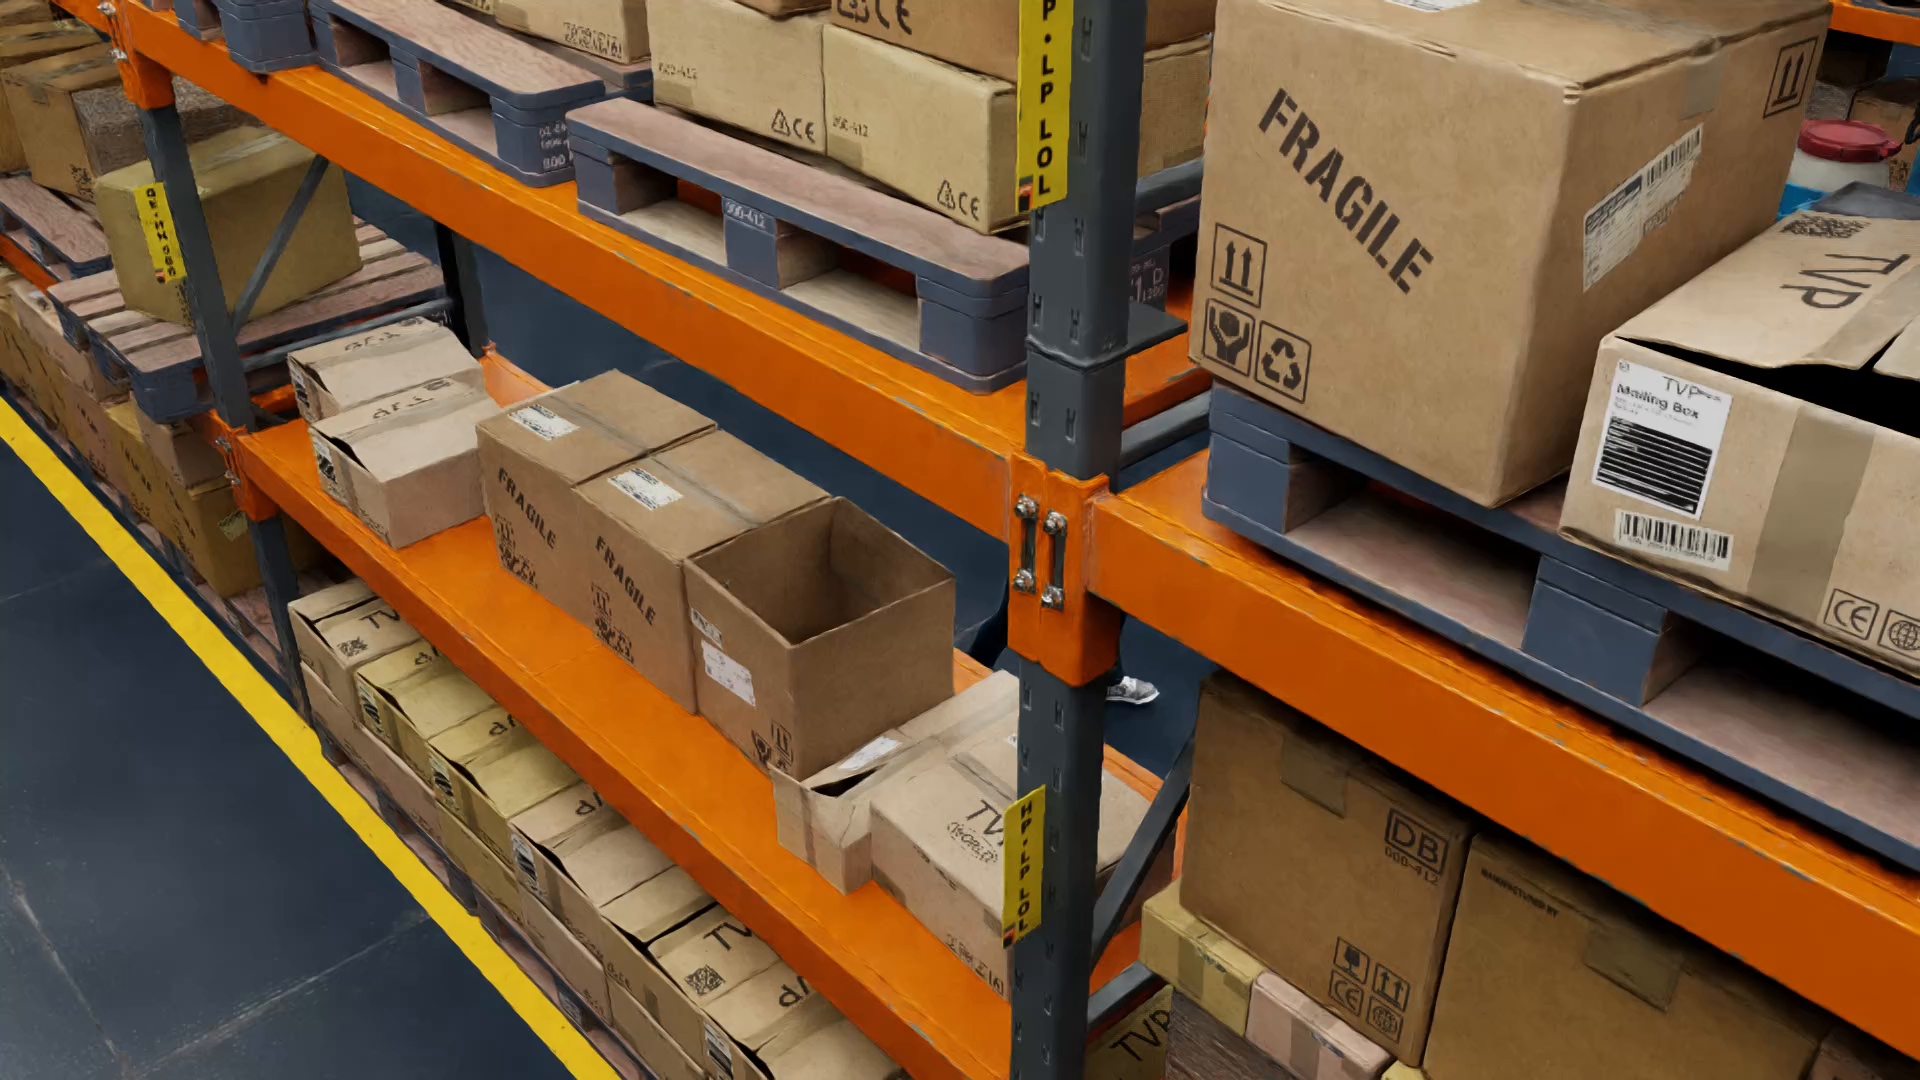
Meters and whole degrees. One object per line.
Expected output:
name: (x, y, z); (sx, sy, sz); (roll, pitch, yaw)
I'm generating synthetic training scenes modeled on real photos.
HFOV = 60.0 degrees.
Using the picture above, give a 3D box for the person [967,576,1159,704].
person: (0.357, 0.006, 6.155); (0.726, 1.543, 0.515); (16, 36, 24)
